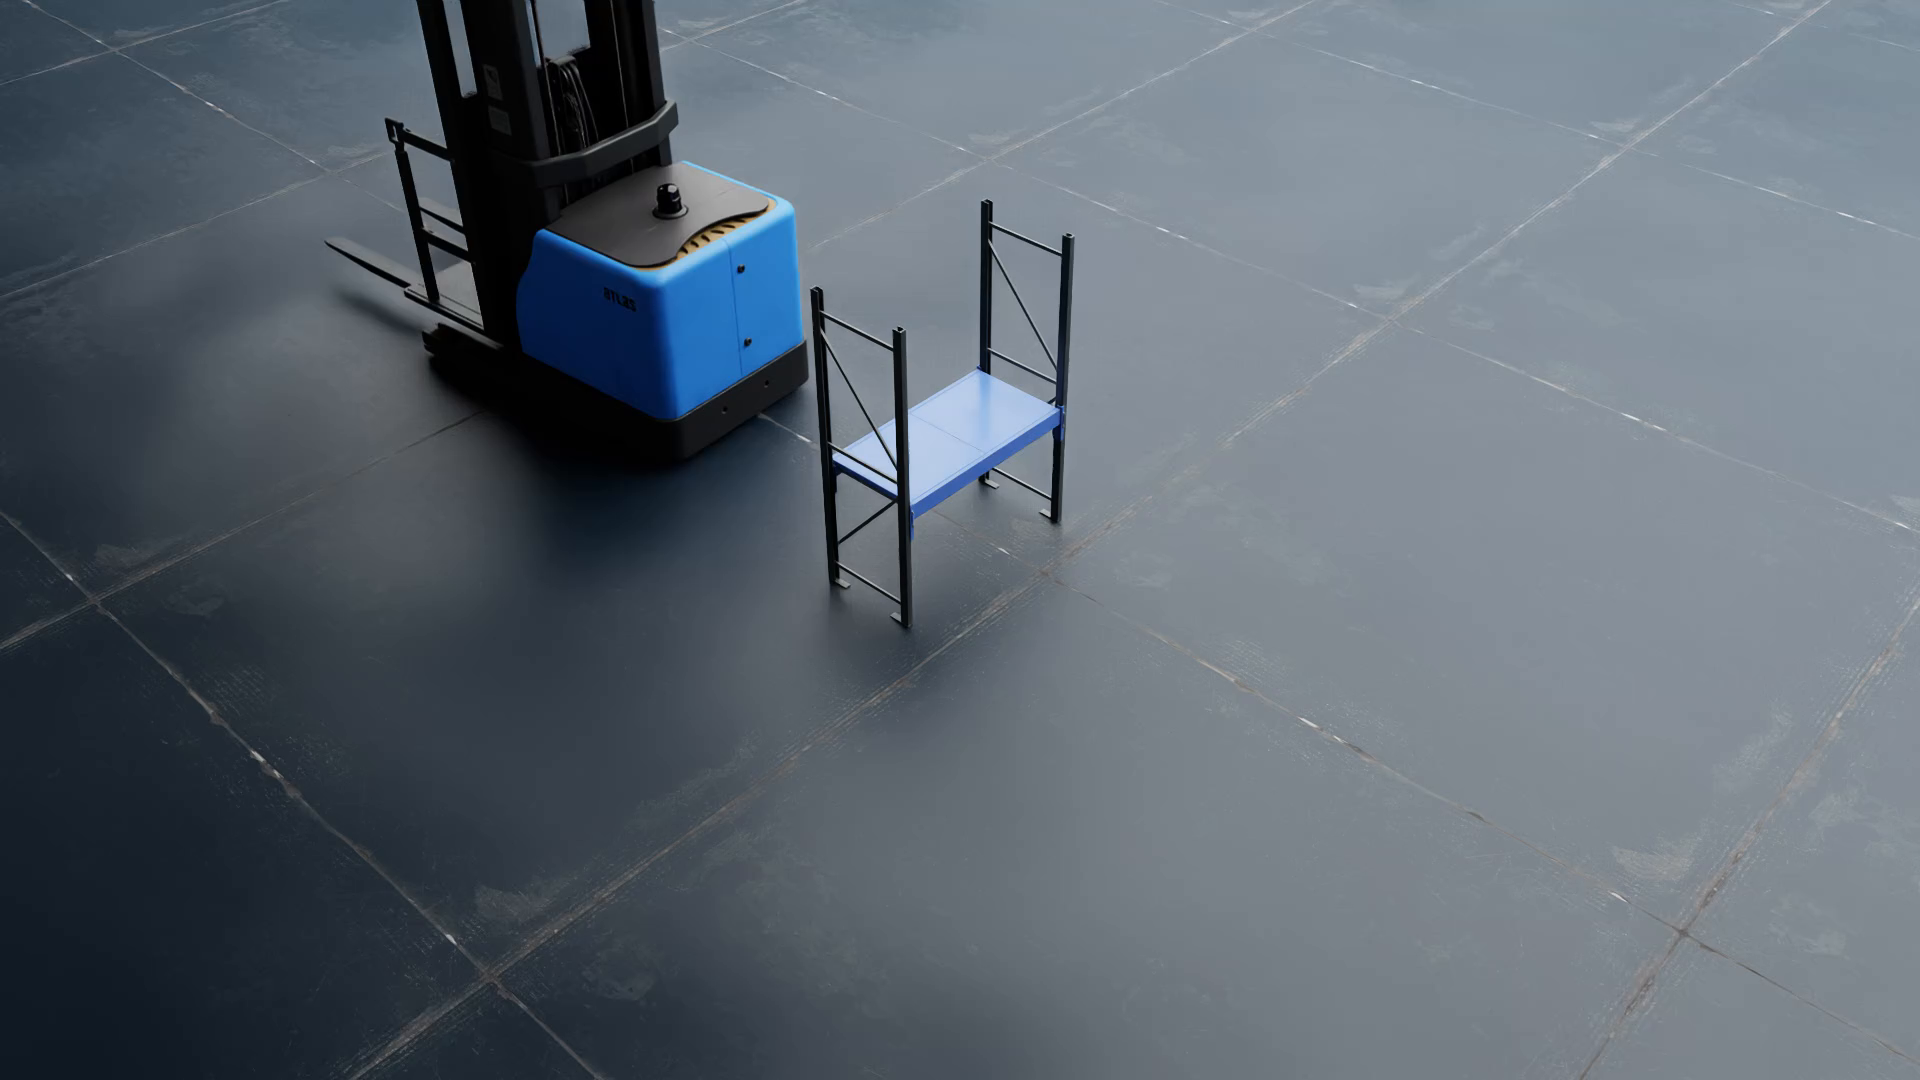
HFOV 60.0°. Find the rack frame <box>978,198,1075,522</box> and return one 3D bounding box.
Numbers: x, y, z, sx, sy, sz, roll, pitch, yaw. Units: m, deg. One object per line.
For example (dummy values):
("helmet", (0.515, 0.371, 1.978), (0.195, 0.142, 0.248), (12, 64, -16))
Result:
("rack frame", (0.285, -0.781, 7.528), (0.500, 1.500, 0.032), (30, 47, 32))

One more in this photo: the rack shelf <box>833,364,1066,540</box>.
("rack shelf", (-0.058, -0.407, 7.346), (0.538, 0.185, 1.000), (30, 47, 32))

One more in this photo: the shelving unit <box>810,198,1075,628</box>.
("shelving unit", (-0.058, -0.548, 7.234), (0.538, 1.500, 1.048), (30, 47, 32))

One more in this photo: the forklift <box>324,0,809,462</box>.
("forklift", (-2.263, -2.282, 8.265), (3.031, 2.935, 1.130), (26, 45, 29))

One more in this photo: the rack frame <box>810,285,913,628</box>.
("rack frame", (-0.400, -0.314, 6.940), (0.500, 1.500, 0.032), (30, 47, 32))
